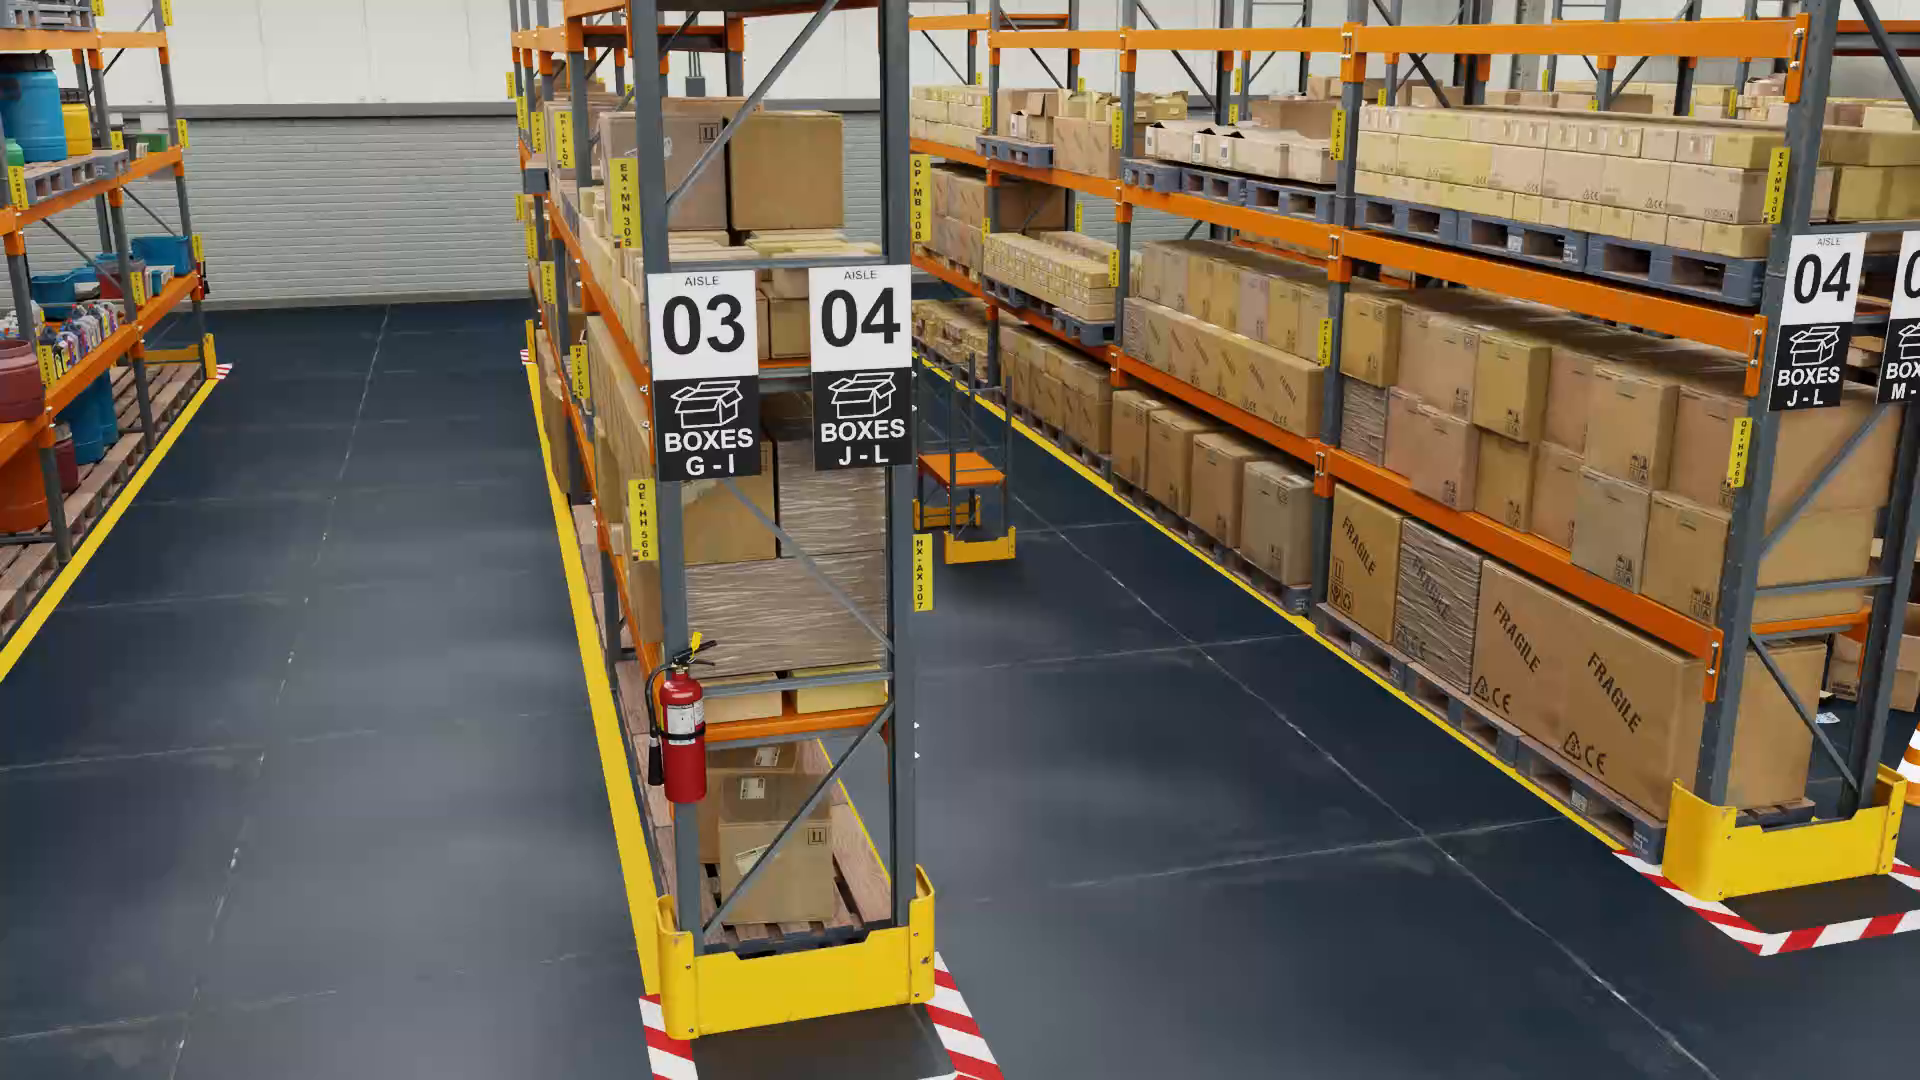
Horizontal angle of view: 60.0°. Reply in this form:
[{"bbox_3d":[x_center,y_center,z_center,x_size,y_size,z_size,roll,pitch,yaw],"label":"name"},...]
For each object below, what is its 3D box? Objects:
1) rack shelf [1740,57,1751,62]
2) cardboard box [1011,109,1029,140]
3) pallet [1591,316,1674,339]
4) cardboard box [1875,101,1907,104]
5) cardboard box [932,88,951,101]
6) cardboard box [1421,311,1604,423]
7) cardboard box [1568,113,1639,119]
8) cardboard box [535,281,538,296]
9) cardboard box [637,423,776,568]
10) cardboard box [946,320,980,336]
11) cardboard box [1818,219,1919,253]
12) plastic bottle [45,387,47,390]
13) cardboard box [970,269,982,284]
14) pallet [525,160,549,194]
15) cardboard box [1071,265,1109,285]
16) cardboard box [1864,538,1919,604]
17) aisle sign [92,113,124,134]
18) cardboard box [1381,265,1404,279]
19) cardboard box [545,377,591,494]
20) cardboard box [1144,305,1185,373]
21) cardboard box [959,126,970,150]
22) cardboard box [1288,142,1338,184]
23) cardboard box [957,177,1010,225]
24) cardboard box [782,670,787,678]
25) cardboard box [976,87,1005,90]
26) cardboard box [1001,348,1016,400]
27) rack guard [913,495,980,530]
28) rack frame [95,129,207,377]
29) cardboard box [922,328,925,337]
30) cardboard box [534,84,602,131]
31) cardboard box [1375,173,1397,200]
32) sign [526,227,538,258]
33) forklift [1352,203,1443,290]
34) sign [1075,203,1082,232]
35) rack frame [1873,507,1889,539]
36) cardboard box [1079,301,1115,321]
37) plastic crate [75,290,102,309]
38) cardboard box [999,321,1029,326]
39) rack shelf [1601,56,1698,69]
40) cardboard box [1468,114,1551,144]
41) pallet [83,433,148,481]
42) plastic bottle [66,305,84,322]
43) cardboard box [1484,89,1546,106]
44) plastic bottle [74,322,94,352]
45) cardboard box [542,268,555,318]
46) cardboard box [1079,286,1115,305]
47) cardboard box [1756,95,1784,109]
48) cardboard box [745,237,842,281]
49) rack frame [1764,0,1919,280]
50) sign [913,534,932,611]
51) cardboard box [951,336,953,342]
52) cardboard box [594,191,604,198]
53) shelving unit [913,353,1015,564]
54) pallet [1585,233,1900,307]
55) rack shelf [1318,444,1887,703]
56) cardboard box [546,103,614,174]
[{"bbox_3d":[10.868,-5.688,19.192,1.077,0.370,4.000,-5,17,-15],"label":"rack shelf"},{"bbox_3d":[0.855,-4.427,17.685,0.500,0.311,0.500,-5,17,-16],"label":"cardboard box"},{"bbox_3d":[6.944,-2.124,16.142,1.213,0.211,1.003,-5,17,-15],"label":"pallet"},{"bbox_3d":[10.682,-4.927,18.976,0.380,0.149,0.250,-5,17,-15],"label":"cardboard box"},{"bbox_3d":[-0.137,-5.522,20.606,0.380,0.149,0.250,-4,17,-14],"label":"cardboard box"},{"bbox_3d":[3.361,-1.060,10.128,0.875,0.550,0.550,-5,17,-15],"label":"cardboard box"},{"bbox_3d":[3.767,-2.401,9.663,0.380,0.149,0.250,-5,17,-16],"label":"cardboard box"},{"bbox_3d":[-4.522,-2.808,18.522,0.380,0.149,0.250,-5,17,-16],"label":"cardboard box"},{"bbox_3d":[-1.073,-0.210,7.008,0.500,0.500,0.500,-5,17,-15],"label":"cardboard box"},{"bbox_3d":[0.038,-2.645,20.735,0.380,0.149,0.250,-5,18,-17],"label":"cardboard box"},{"bbox_3d":[4.327,-1.458,7.910,0.380,0.149,0.250,-5,17,-15],"label":"cardboard box"},{"bbox_3d":[-7.458,-1.347,13.447,0.097,0.271,0.097,0,17,0],"label":"plastic bottle"},{"bbox_3d":[0.336,-3.094,19.476,0.380,0.149,0.250,-5,17,-17],"label":"cardboard box"},{"bbox_3d":[-3.110,-3.141,14.309,1.213,0.211,1.003,-4,17,-13],"label":"pallet"},{"bbox_3d":[1.272,-2.520,15.799,0.380,0.149,0.250,-5,17,-16],"label":"cardboard box"},{"bbox_3d":[6.731,0.302,12.074,0.500,0.500,0.500,7,18,23],"label":"cardboard box"},{"bbox_3d":[-10.149,-4.684,19.812,0.394,0.787,0.004,-5,17,-15],"label":"aisle sign"},{"bbox_3d":[5.414,-3.296,19.973,0.500,0.250,0.500,-5,17,-17],"label":"cardboard box"},{"bbox_3d":[-3.052,-0.997,15.021,1.225,0.875,0.875,-6,18,-18],"label":"cardboard box"},{"bbox_3d":[1.920,-1.747,14.380,0.500,0.500,0.500,-5,17,-16],"label":"cardboard box"},{"bbox_3d":[0.294,-4.710,19.464,0.500,0.250,0.500,-5,17,-15],"label":"cardboard box"},{"bbox_3d":[2.666,-2.675,11.787,0.500,0.250,0.500,-5,17,-15],"label":"cardboard box"},{"bbox_3d":[0.279,-4.012,19.665,0.500,0.500,0.500,-5,18,-17],"label":"cardboard box"},{"bbox_3d":[-0.583,0.544,7.364,0.380,0.149,0.250,-5,17,-15],"label":"cardboard box"},{"bbox_3d":[0.411,-5.568,20.758,0.380,0.149,0.250,-4,17,-14],"label":"cardboard box"},{"bbox_3d":[0.763,-1.870,18.579,0.500,0.500,0.500,-4,17,-13],"label":"cardboard box"},{"bbox_3d":[-0.116,-0.236,14.304,0.587,0.250,0.087,-5,17,-15],"label":"rack guard"},{"bbox_3d":[-9.843,-3.442,20.198,1.000,3.000,0.127,-5,17,-15],"label":"rack frame"},{"bbox_3d":[-0.297,-2.798,22.277,0.380,0.149,0.250,-5,17,-15],"label":"cardboard box"},{"bbox_3d":[-4.255,-4.673,18.002,0.700,0.500,0.500,-6,18,-19],"label":"cardboard box"},{"bbox_3d":[2.860,-2.245,10.530,0.380,0.149,0.250,-5,17,-15],"label":"cardboard box"},{"bbox_3d":[-4.515,-3.136,17.534,0.100,0.325,0.005,-5,17,-15],"label":"sign"},{"bbox_3d":[4.395,-2.088,15.807,1.130,2.935,3.031,-5,17,-16],"label":"forklift"},{"bbox_3d":[1.348,-3.691,19.013,0.100,0.325,0.005,-5,17,-15],"label":"sign"},{"bbox_3d":[7.745,-1.298,13.059,1.000,3.000,0.127,-5,17,-15],"label":"rack frame"},{"bbox_3d":[1.337,-2.166,15.656,0.380,0.149,0.250,-4,17,-14],"label":"cardboard box"},{"bbox_3d":[-9.310,-2.521,17.505,0.437,0.125,0.590,-5,17,-15],"label":"plastic crate"},{"bbox_3d":[0.699,-2.618,20.645,0.380,0.149,0.250,-4,17,-14],"label":"cardboard box"},{"bbox_3d":[7.196,-4.188,14.199,1.077,0.370,4.000,-5,17,-15],"label":"rack shelf"},{"bbox_3d":[3.138,-2.346,9.482,0.380,0.149,0.250,-5,17,-15],"label":"cardboard box"},{"bbox_3d":[-8.572,-0.784,16.194,1.003,0.211,1.213,-5,17,-15],"label":"pallet"},{"bbox_3d":[-8.265,-2.021,15.553,0.144,0.351,0.185,-5,17,-15],"label":"plastic bottle"},{"bbox_3d":[5.883,-4.555,17.783,0.500,0.500,0.500,-5,17,-15],"label":"cardboard box"},{"bbox_3d":[-7.985,-1.851,15.116,0.152,0.276,0.135,-5,17,-15],"label":"plastic bottle"},{"bbox_3d":[-3.957,-2.489,16.851,0.500,0.500,0.500,-5,17,-15],"label":"cardboard box"},{"bbox_3d":[1.341,-2.309,15.615,0.380,0.149,0.250,-4,17,-14],"label":"cardboard box"},{"bbox_3d":[10.120,-5.427,20.606,0.380,0.149,0.250,-4,17,-14],"label":"cardboard box"},{"bbox_3d":[-0.703,-1.198,7.079,0.380,0.149,0.250,-5,17,-16],"label":"cardboard box"},{"bbox_3d":[4.113,-2.645,7.117,1.000,3.000,0.127,-5,17,-15],"label":"rack frame"},{"bbox_3d":[-0.162,0.134,6.786,0.100,0.325,0.005,-5,17,-15],"label":"sign"},{"bbox_3d":[0.096,-2.577,21.027,0.380,0.149,0.250,-4,17,-13],"label":"cardboard box"},{"bbox_3d":[-1.852,-1.888,9.376,0.380,0.149,0.250,-6,18,-18],"label":"cardboard box"},{"bbox_3d":[0.021,-0.697,13.666,0.587,1.500,1.083,-5,17,-15],"label":"shelving unit"},{"bbox_3d":[3.899,-1.371,8.242,1.003,0.211,1.213,-5,17,-15],"label":"pallet"},{"bbox_3d":[3.563,0.019,9.925,1.077,0.370,4.000,-5,17,-15],"label":"rack shelf"},{"bbox_3d":[-2.865,-3.054,12.648,0.500,0.500,0.500,-5,17,-15],"label":"cardboard box"}]
